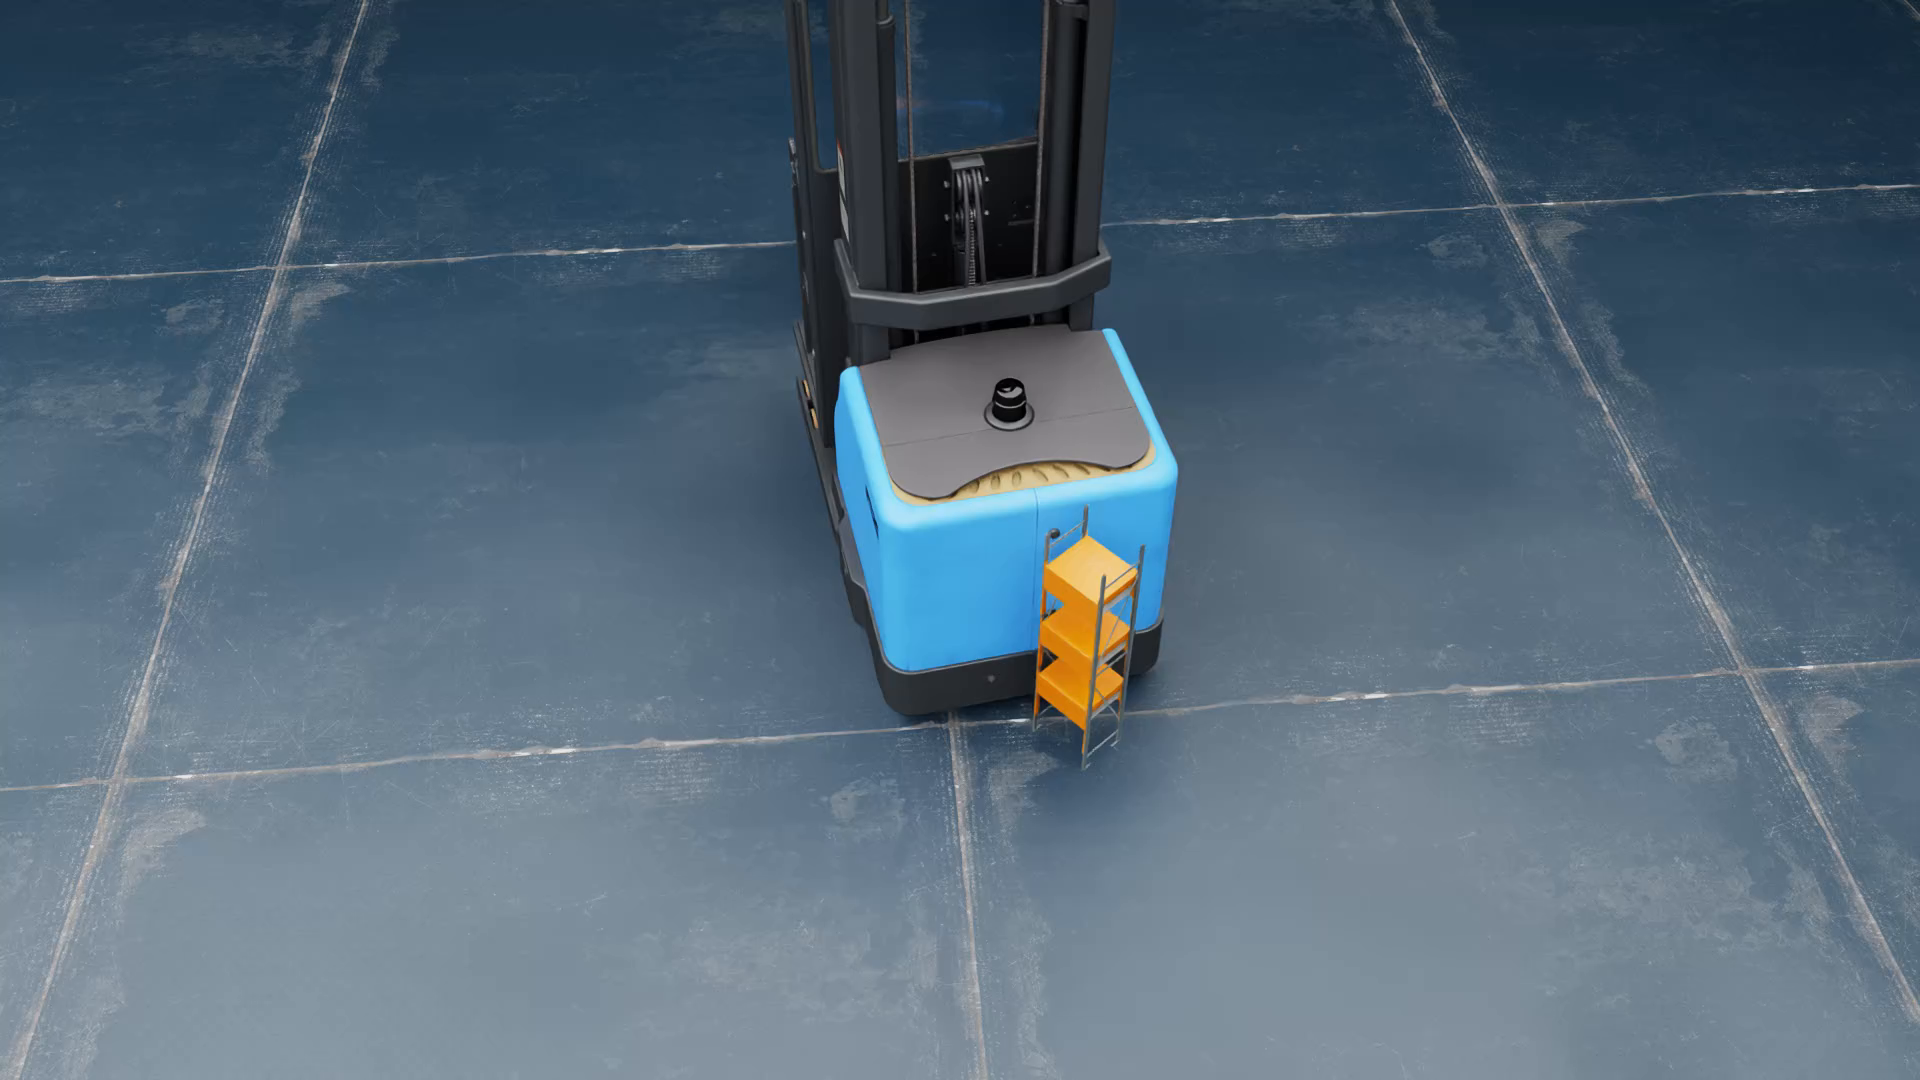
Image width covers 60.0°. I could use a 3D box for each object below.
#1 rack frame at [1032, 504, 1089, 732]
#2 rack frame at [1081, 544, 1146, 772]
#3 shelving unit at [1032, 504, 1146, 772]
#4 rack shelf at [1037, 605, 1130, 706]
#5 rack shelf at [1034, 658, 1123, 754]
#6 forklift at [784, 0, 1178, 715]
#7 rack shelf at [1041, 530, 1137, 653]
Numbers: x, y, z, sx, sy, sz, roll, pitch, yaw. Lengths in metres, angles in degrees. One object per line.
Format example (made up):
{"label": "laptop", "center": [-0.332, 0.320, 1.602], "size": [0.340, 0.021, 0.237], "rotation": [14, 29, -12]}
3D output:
{"label": "rack frame", "center": [0.342, 0.293, 5.746], "size": [0.200, 1.050, 0.008], "rotation": [-35, 56, -29]}
{"label": "rack frame", "center": [0.513, 0.421, 5.628], "size": [0.200, 1.050, 0.008], "rotation": [-35, 56, -29]}
{"label": "shelving unit", "center": [0.428, 0.357, 5.687], "size": [0.215, 1.050, 0.252], "rotation": [-35, 56, -29]}
{"label": "rack shelf", "center": [0.427, 0.364, 5.695], "size": [0.215, 0.259, 0.240], "rotation": [-35, 56, -29]}
{"label": "rack shelf", "center": [0.426, 0.554, 5.898], "size": [0.215, 0.259, 0.240], "rotation": [-35, 56, -29]}
{"label": "forklift", "center": [-0.087, -1.462, 6.116], "size": [1.130, 2.935, 3.031], "rotation": [-10, 47, -9]}
{"label": "rack shelf", "center": [0.430, 0.171, 5.487], "size": [0.215, 0.259, 0.240], "rotation": [-35, 56, -29]}
